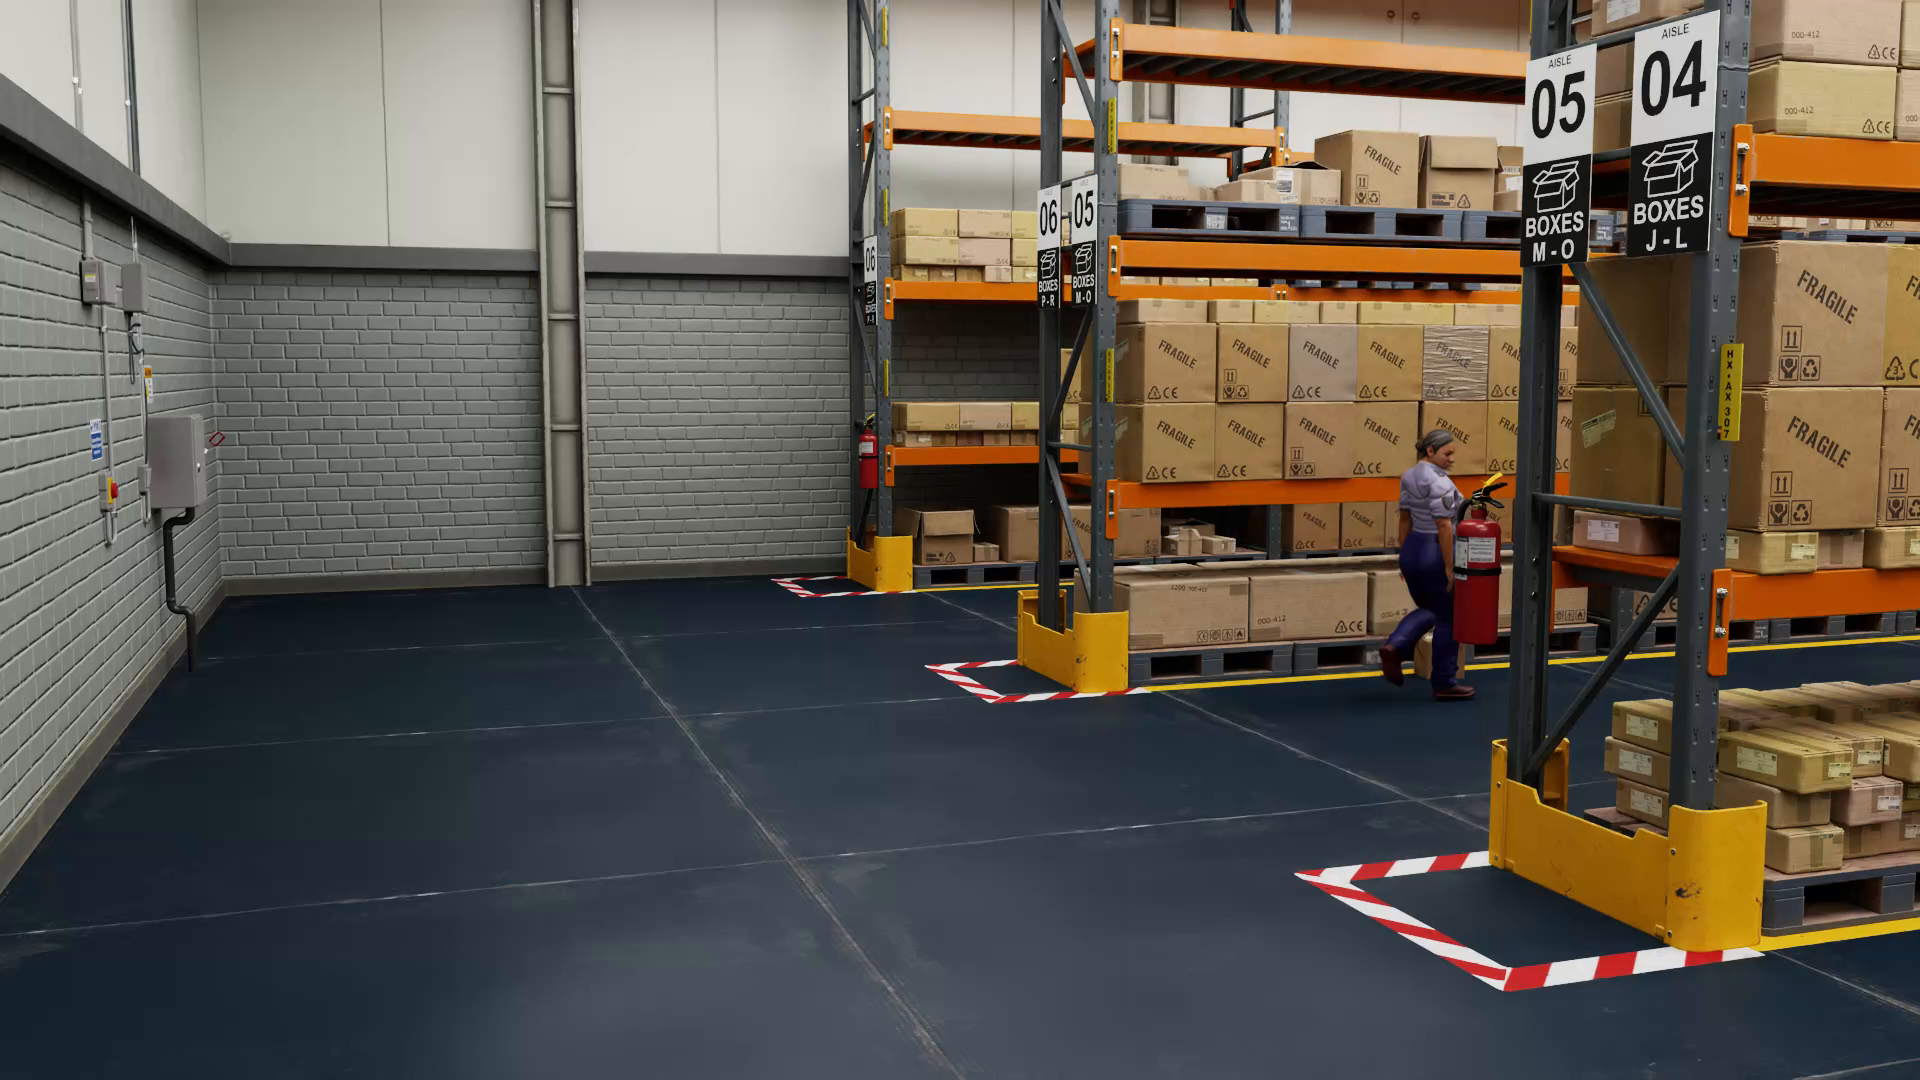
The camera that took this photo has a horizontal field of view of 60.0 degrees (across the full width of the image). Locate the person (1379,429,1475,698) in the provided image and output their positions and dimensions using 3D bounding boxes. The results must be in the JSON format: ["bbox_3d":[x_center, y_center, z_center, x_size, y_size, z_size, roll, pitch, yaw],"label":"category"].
[{"bbox_3d":[2.863,0.143,10.107,0.586,1.635,0.507,-2,6,-20],"label":"person"}]
